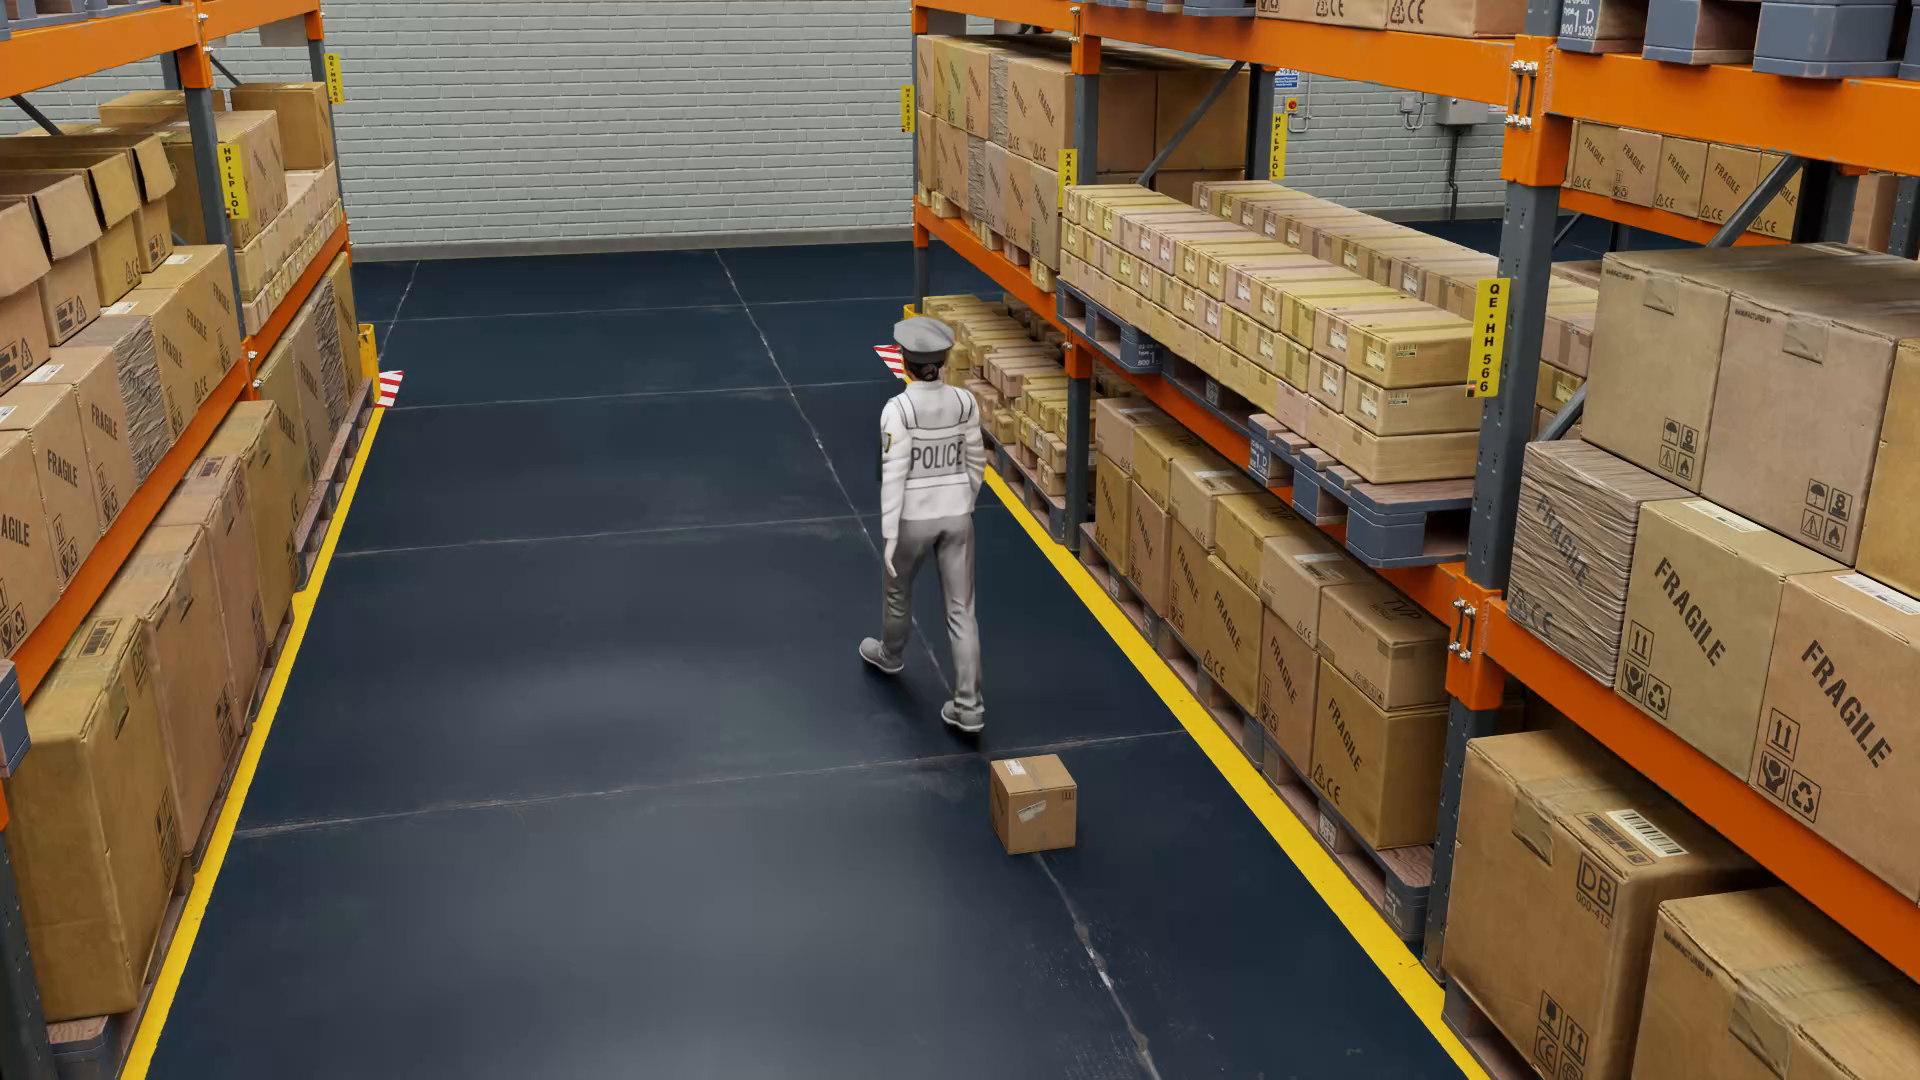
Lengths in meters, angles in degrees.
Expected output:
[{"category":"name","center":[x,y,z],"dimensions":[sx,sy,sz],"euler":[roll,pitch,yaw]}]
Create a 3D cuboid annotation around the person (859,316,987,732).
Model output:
[{"category":"person","center":[-0.126,-0.108,6.831],"dimensions":[0.515,1.610,1.013],"euler":[-7,21,-20]}]
